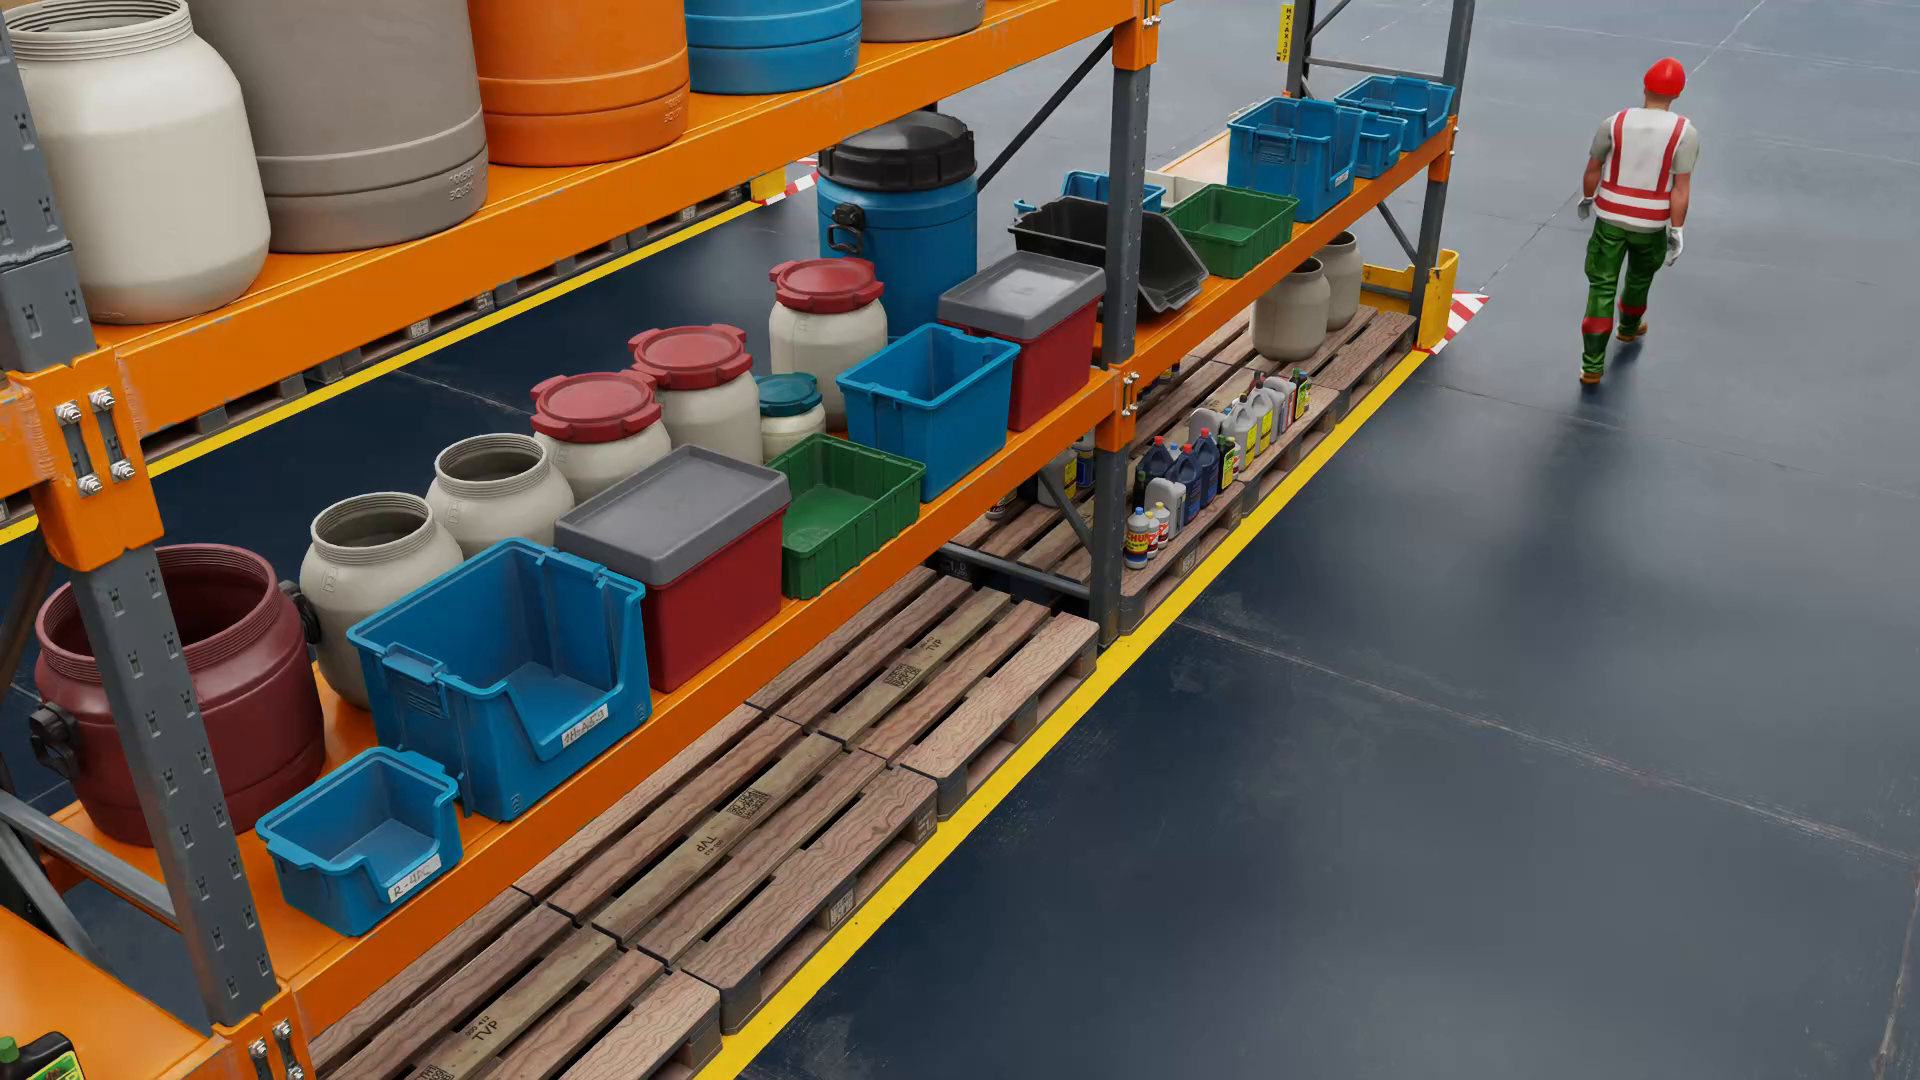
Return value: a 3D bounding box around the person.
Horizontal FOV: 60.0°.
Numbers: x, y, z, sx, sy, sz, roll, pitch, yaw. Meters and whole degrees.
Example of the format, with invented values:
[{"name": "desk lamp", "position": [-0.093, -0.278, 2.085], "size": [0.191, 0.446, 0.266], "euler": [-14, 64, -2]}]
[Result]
[{"name": "person", "position": [3.720, -1.827, 9.203], "size": [0.577, 1.737, 0.995], "euler": [12, 32, 19]}]
